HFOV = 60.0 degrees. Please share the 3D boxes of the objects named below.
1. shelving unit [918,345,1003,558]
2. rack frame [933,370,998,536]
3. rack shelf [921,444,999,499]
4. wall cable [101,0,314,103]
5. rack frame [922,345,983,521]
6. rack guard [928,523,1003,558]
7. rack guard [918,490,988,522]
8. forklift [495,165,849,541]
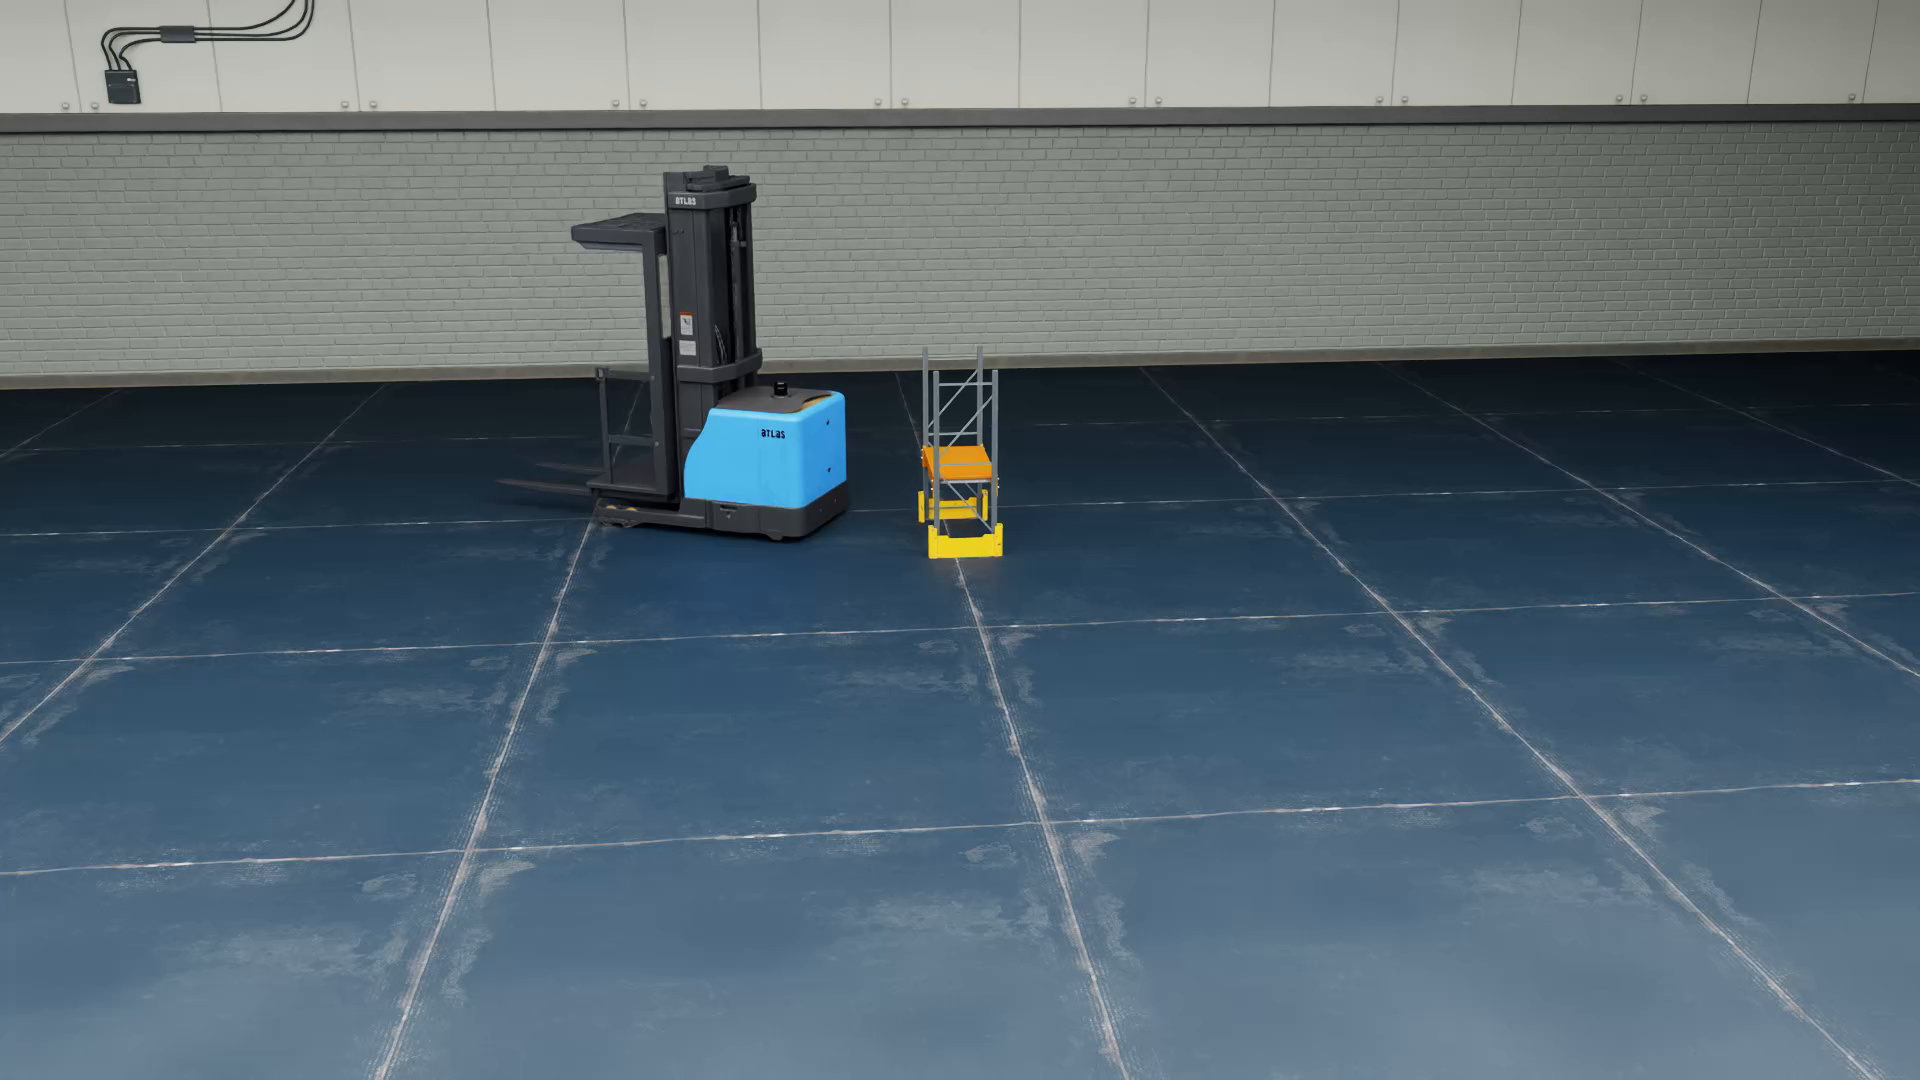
[{"bbox_3d":[-0.008,-0.738,13.525,0.587,1.500,1.083,-2,18,-6],"label":"shelving unit"},{"bbox_3d":[0.044,-0.590,13.051,0.500,1.500,0.032,-2,18,-6],"label":"rack frame"},{"bbox_3d":[-0.009,-0.569,13.587,0.538,0.185,1.000,-2,18,-6],"label":"rack shelf"},{"bbox_3d":[-8.248,-7.729,17.596,2.305,6.003,0.169,-2,18,-6],"label":"wall cable"},{"bbox_3d":[-0.061,-0.892,14.016,0.500,1.500,0.032,-2,18,-6],"label":"rack frame"},{"bbox_3d":[0.043,0.006,13.239,0.587,0.250,0.087,-2,18,-6],"label":"rack guard"},{"bbox_3d":[-0.059,-0.290,14.185,0.587,0.250,0.087,-2,18,-6],"label":"rack guard"},{"bbox_3d":[-2.535,-1.643,14.019,3.031,2.935,1.130,6,18,18],"label":"forklift"}]
